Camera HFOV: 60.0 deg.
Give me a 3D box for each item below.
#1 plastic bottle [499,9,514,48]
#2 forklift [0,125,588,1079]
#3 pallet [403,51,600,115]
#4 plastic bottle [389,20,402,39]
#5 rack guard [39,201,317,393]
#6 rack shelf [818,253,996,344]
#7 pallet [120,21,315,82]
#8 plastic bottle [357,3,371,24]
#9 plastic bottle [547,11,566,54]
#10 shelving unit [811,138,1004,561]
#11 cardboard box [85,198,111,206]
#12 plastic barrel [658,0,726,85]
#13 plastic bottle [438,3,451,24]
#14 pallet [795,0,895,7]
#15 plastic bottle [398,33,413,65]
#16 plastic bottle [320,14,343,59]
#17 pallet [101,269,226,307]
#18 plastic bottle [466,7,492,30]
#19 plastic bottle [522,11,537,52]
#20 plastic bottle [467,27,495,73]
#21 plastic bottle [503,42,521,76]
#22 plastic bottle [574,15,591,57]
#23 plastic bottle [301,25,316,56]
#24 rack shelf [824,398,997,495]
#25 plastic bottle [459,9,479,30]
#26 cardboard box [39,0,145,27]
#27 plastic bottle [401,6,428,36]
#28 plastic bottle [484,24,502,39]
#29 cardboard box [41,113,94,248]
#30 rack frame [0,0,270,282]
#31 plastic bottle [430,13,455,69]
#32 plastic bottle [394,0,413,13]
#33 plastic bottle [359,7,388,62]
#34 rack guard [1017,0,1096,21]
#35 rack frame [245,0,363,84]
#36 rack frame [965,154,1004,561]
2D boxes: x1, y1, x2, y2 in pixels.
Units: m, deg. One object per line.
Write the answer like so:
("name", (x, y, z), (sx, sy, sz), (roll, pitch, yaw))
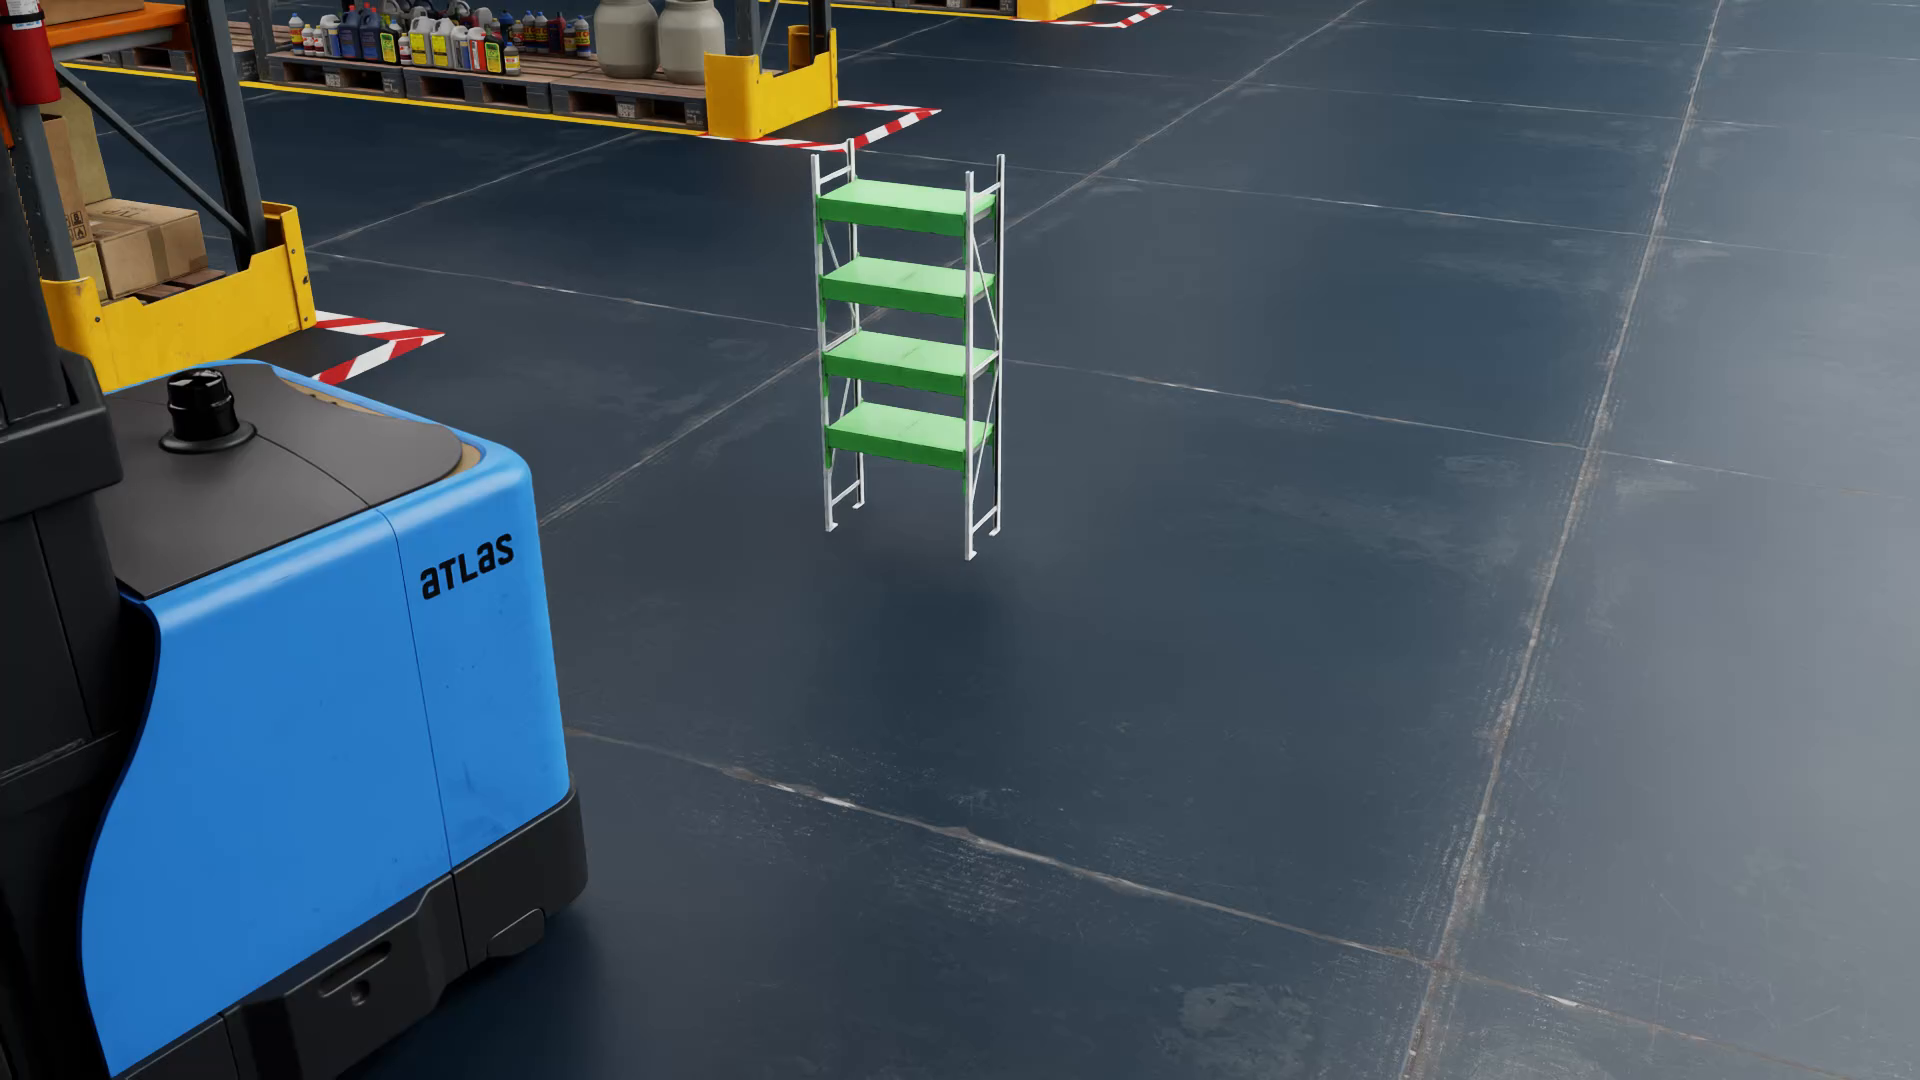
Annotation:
("plastic bottle", (-3.216, -3.626, 11.810), (0.097, 0.271, 0.097), (0, 26, 0))
("forklift", (-2.080, -0.119, 2.174), (1.130, 2.935, 3.031), (18, 31, 32))
("pallet", (-3.039, -3.196, 11.503), (1.213, 0.211, 1.003), (11, 28, 22))
("plastic bottle", (-3.864, -3.422, 11.395), (0.097, 0.271, 0.097), (0, 26, 0))
("rack guard", (-3.139, -0.961, 6.636), (0.348, 0.500, 1.175), (11, 28, 22))
("rack shelf", (-0.151, -0.727, 4.969), (0.480, 0.148, 0.258), (11, 28, 22))
("pallet", (-5.479, -3.686, 12.498), (1.213, 0.211, 1.003), (11, 28, 22))
("plastic bottle", (-4.125, -3.562, 11.589), (0.185, 0.351, 0.144), (11, 28, 22))
("plastic bottle", (-2.827, -3.562, 11.666), (0.133, 0.283, 0.061), (12, 29, 23))
("shelving unit", (-0.151, -0.569, 5.046), (0.503, 1.200, 0.258), (11, 28, 22))
("cardboard box", (-4.013, -1.319, 7.171), (0.500, 0.250, 0.500), (11, 28, 22))
("plastic barrel", (-1.737, -3.240, 10.775), (0.421, 0.512, 0.421), (0, 26, 0))
("plastic bottle", (-3.702, -3.738, 12.023), (0.133, 0.283, 0.061), (13, 29, 25))
("pallet", (-0.957, -5.219, 15.611), (1.213, 0.211, 1.003), (11, 28, 22))
("plastic bottle", (-3.765, -3.341, 11.310), (0.097, 0.201, 0.097), (0, 26, 0))
("plastic bottle", (-4.334, -3.502, 11.552), (0.135, 0.276, 0.152), (12, 29, 24))
("pallet", (-3.874, -0.959, 6.958), (1.213, 0.211, 1.003), (11, 28, 22))
("plastic bottle", (-3.427, -3.657, 11.868), (0.135, 0.276, 0.152), (12, 29, 23))
("plastic bottle", (-3.031, -3.589, 11.734), (0.097, 0.271, 0.097), (0, 26, 0))
("plastic bottle", (-3.178, -3.270, 11.081), (0.135, 0.276, 0.152), (12, 28, 22))
("plastic bottle", (-2.960, -3.179, 10.982), (0.097, 0.201, 0.097), (0, 26, 0))
("plastic bottle", (-2.628, -3.508, 11.570), (0.097, 0.271, 0.097), (0, 26, 0))
("plastic bottle", (-4.547, -3.498, 11.629), (0.097, 0.201, 0.097), (0, 26, 0))
("rack shelf", (-0.151, -0.296, 5.181), (0.480, 0.148, 0.258), (11, 28, 22))
("plastic bottle", (-3.471, -3.618, 11.779), (0.133, 0.283, 0.061), (11, 28, 22))
("cardboard box", (-3.580, -2.222, 6.254), (0.500, 0.500, 0.700), (11, 28, 22))
("plastic bottle", (-3.906, -3.683, 11.921), (0.135, 0.276, 0.152), (11, 28, 22))
("plastic bottle", (-3.134, -3.316, 11.167), (0.133, 0.283, 0.061), (11, 28, 22))
("cardboard box", (-3.772, -1.356, 6.398), (0.500, 0.500, 0.500), (11, 28, 22))
("rack frame", (-3.160, -2.087, 6.093), (0.127, 3.000, 1.000), (11, 28, 22))
("plastic bottle", (-3.457, -3.357, 11.174), (0.185, 0.351, 0.144), (13, 29, 24))
("plastic bottle", (-4.042, -3.816, 12.106), (0.185, 0.351, 0.144), (11, 28, 20))
("plastic bottle", (-4.013, -3.469, 11.401), (0.185, 0.351, 0.144), (10, 28, 20))
("rack guard", (0.874, -4.962, 14.762), (0.348, 0.500, 1.175), (11, 28, 22))
("rack frame", (-4.748, -4.809, 11.622), (0.127, 3.000, 1.000), (11, 28, 22))
("rack frame", (0.071, -0.524, 4.956), (0.015, 1.200, 0.240), (11, 28, 22))
